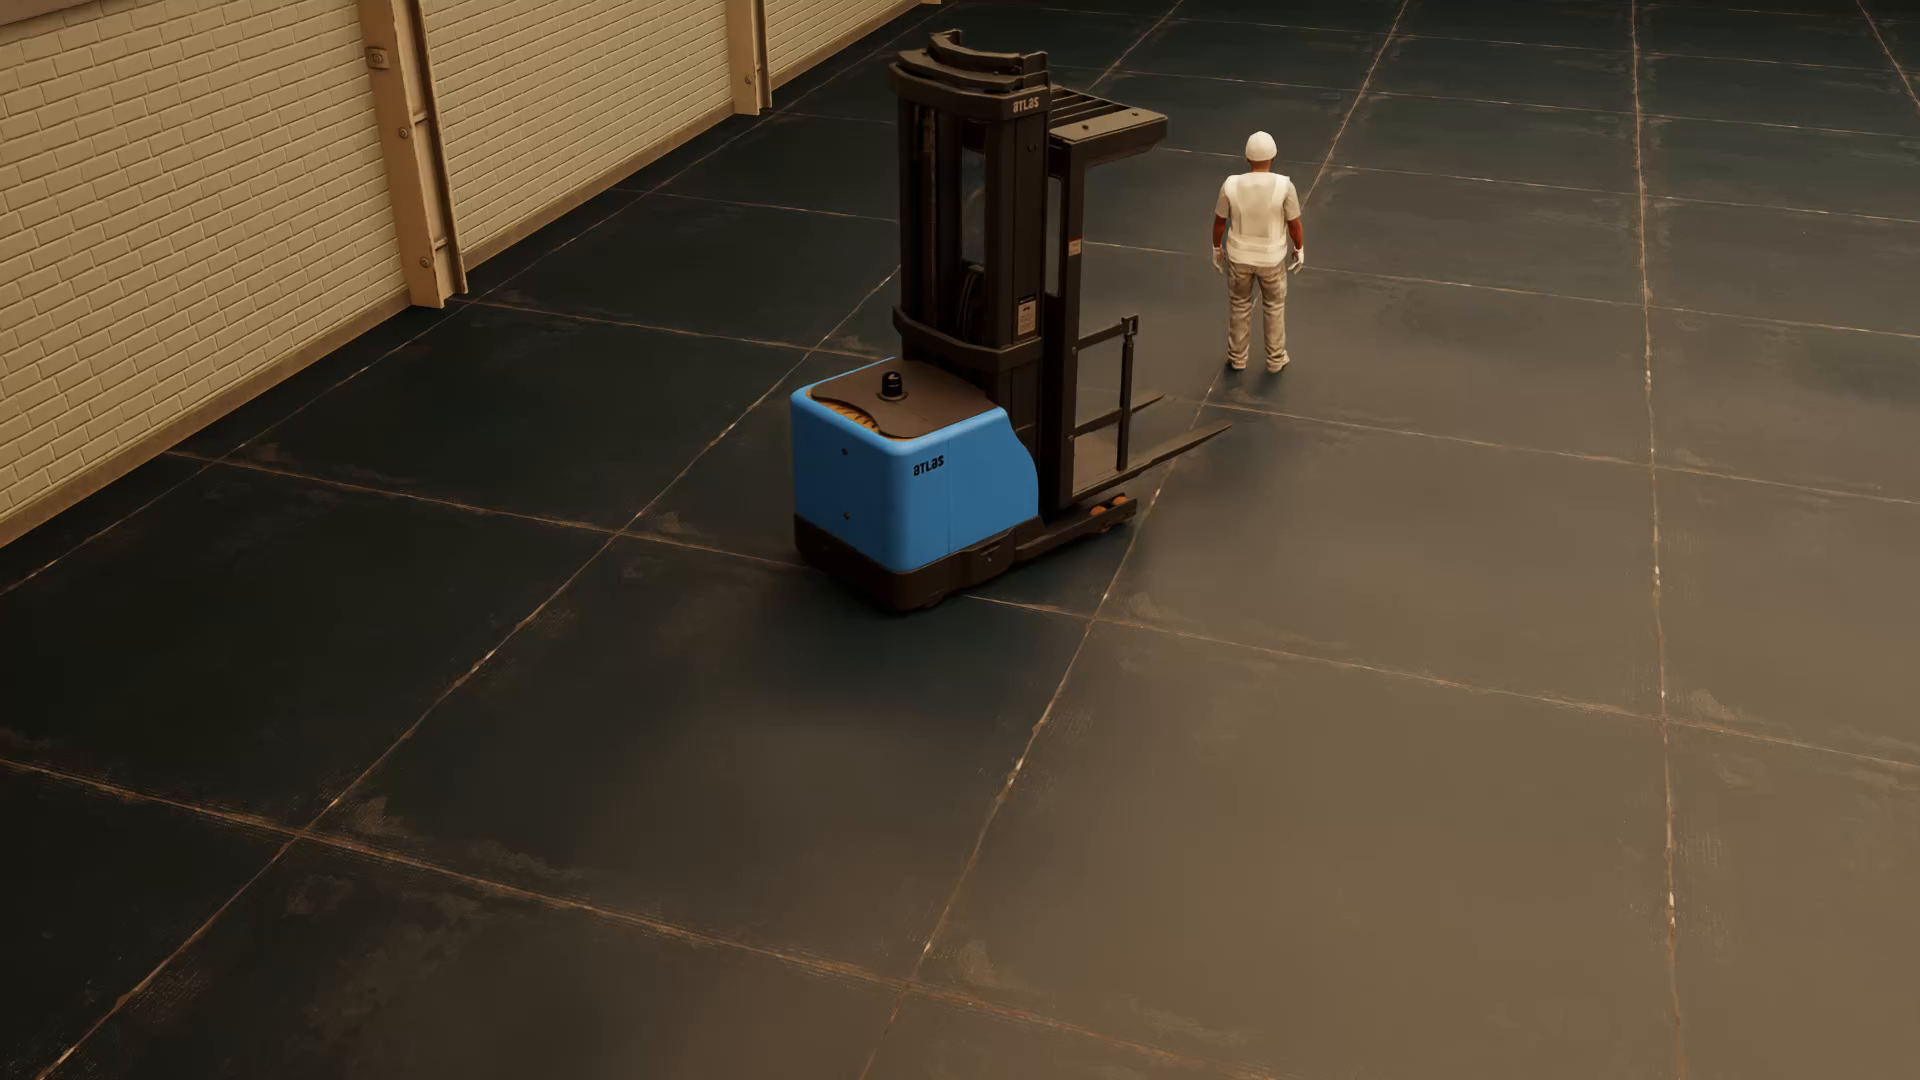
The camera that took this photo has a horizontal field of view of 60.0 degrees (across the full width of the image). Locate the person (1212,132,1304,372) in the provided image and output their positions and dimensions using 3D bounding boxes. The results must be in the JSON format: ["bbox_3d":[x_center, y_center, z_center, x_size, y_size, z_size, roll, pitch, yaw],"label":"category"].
[{"bbox_3d":[2.137,-2.059,11.908,0.651,1.792,0.526,9,31,15],"label":"person"}]

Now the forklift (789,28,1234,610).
[{"bbox_3d":[0.458,-1.486,9.744,3.031,2.935,1.130,-24,37,-35],"label":"forklift"}]
